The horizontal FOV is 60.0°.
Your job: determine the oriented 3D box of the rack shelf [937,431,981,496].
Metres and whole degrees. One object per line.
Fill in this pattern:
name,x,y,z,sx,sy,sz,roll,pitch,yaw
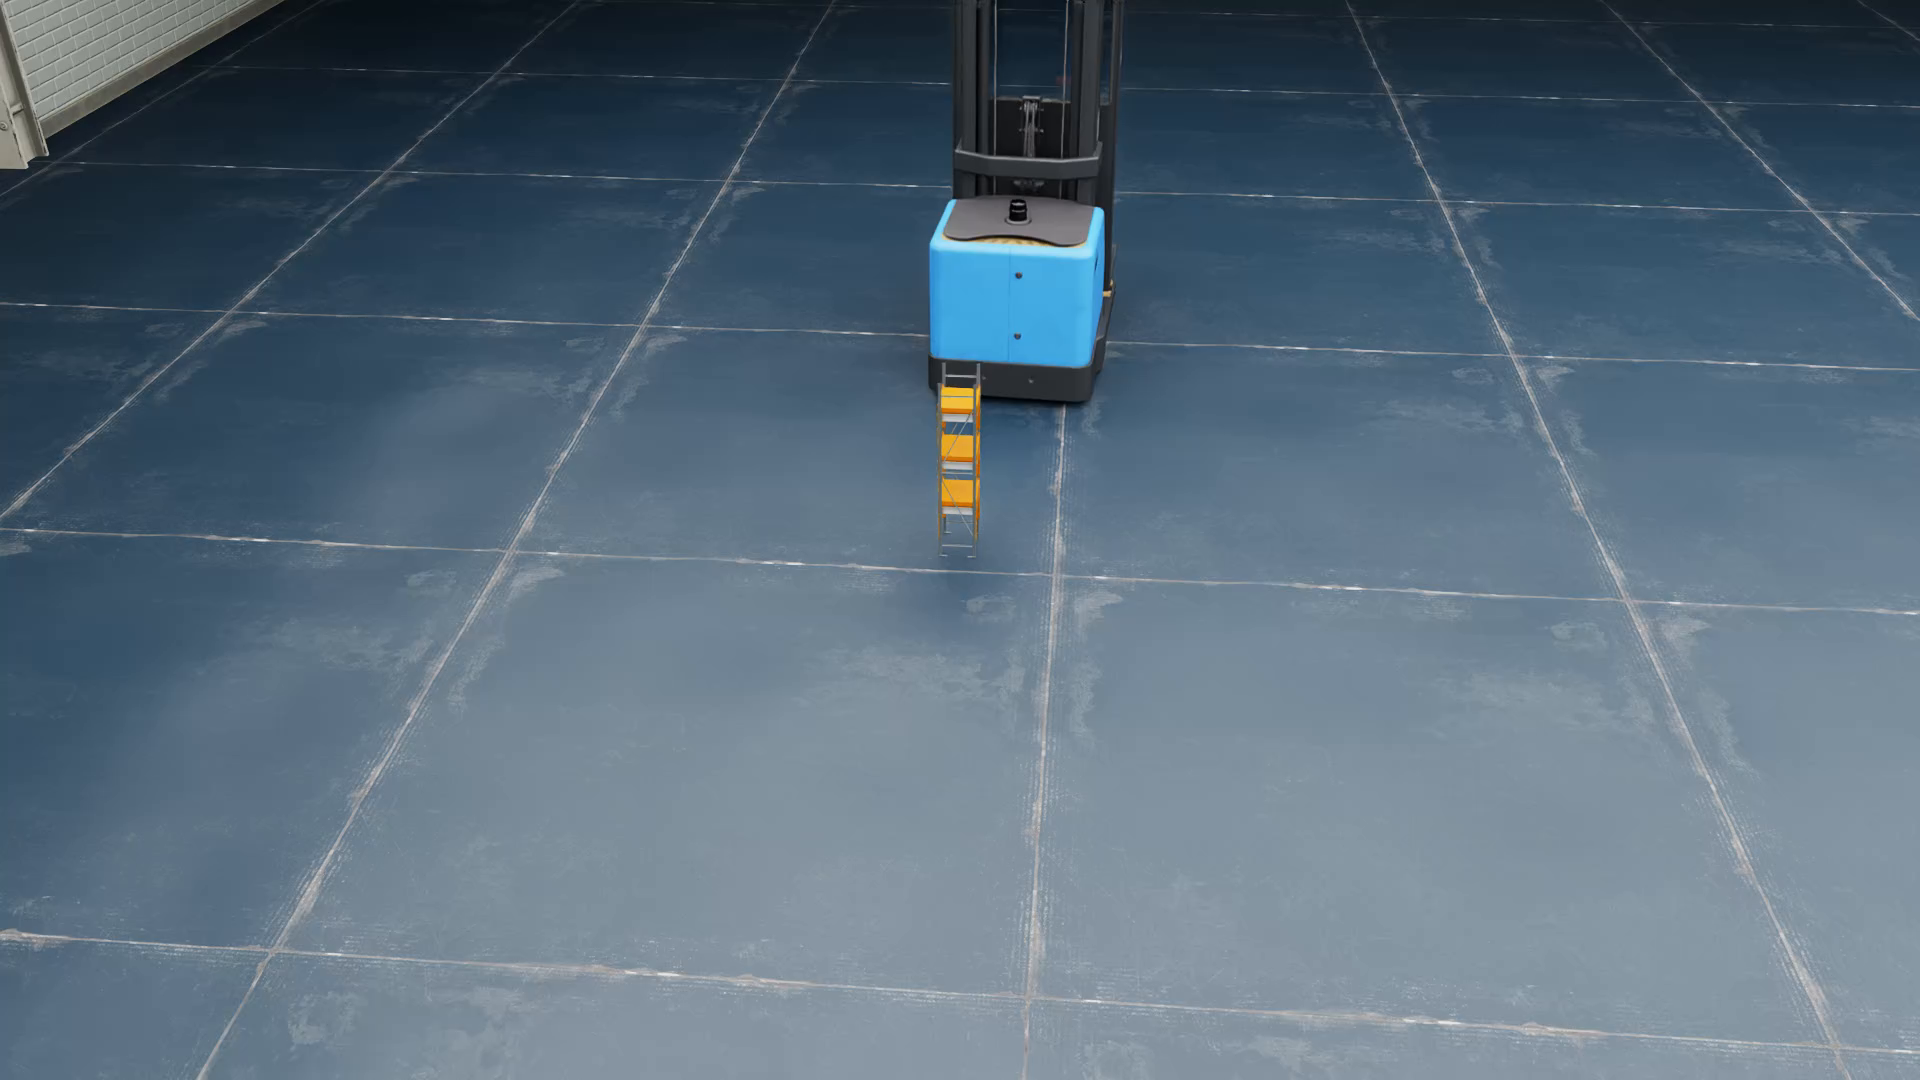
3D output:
rack shelf,-0.004,-0.410,8.935,0.215,0.259,0.240,2,32,4

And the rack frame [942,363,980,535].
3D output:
rack frame,0.006,-0.483,9.033,0.200,1.050,0.008,2,32,4

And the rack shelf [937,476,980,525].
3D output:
rack shelf,-0.004,-0.173,9.081,0.215,0.259,0.240,2,32,4

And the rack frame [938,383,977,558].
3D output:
rack frame,-0.014,-0.355,8.826,0.200,1.050,0.008,2,32,4

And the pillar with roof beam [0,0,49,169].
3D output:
pillar with roof beam,-3.998,-6.991,12.017,9.100,9.000,0.400,2,32,4

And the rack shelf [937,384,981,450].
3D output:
rack shelf,-0.004,-0.652,8.786,0.215,0.259,0.240,2,32,4

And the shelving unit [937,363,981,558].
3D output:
shelving unit,-0.004,-0.419,8.929,0.215,1.050,0.252,2,32,4

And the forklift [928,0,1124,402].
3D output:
forklift,0.531,-2.880,11.129,1.130,2.935,3.031,5,32,7
